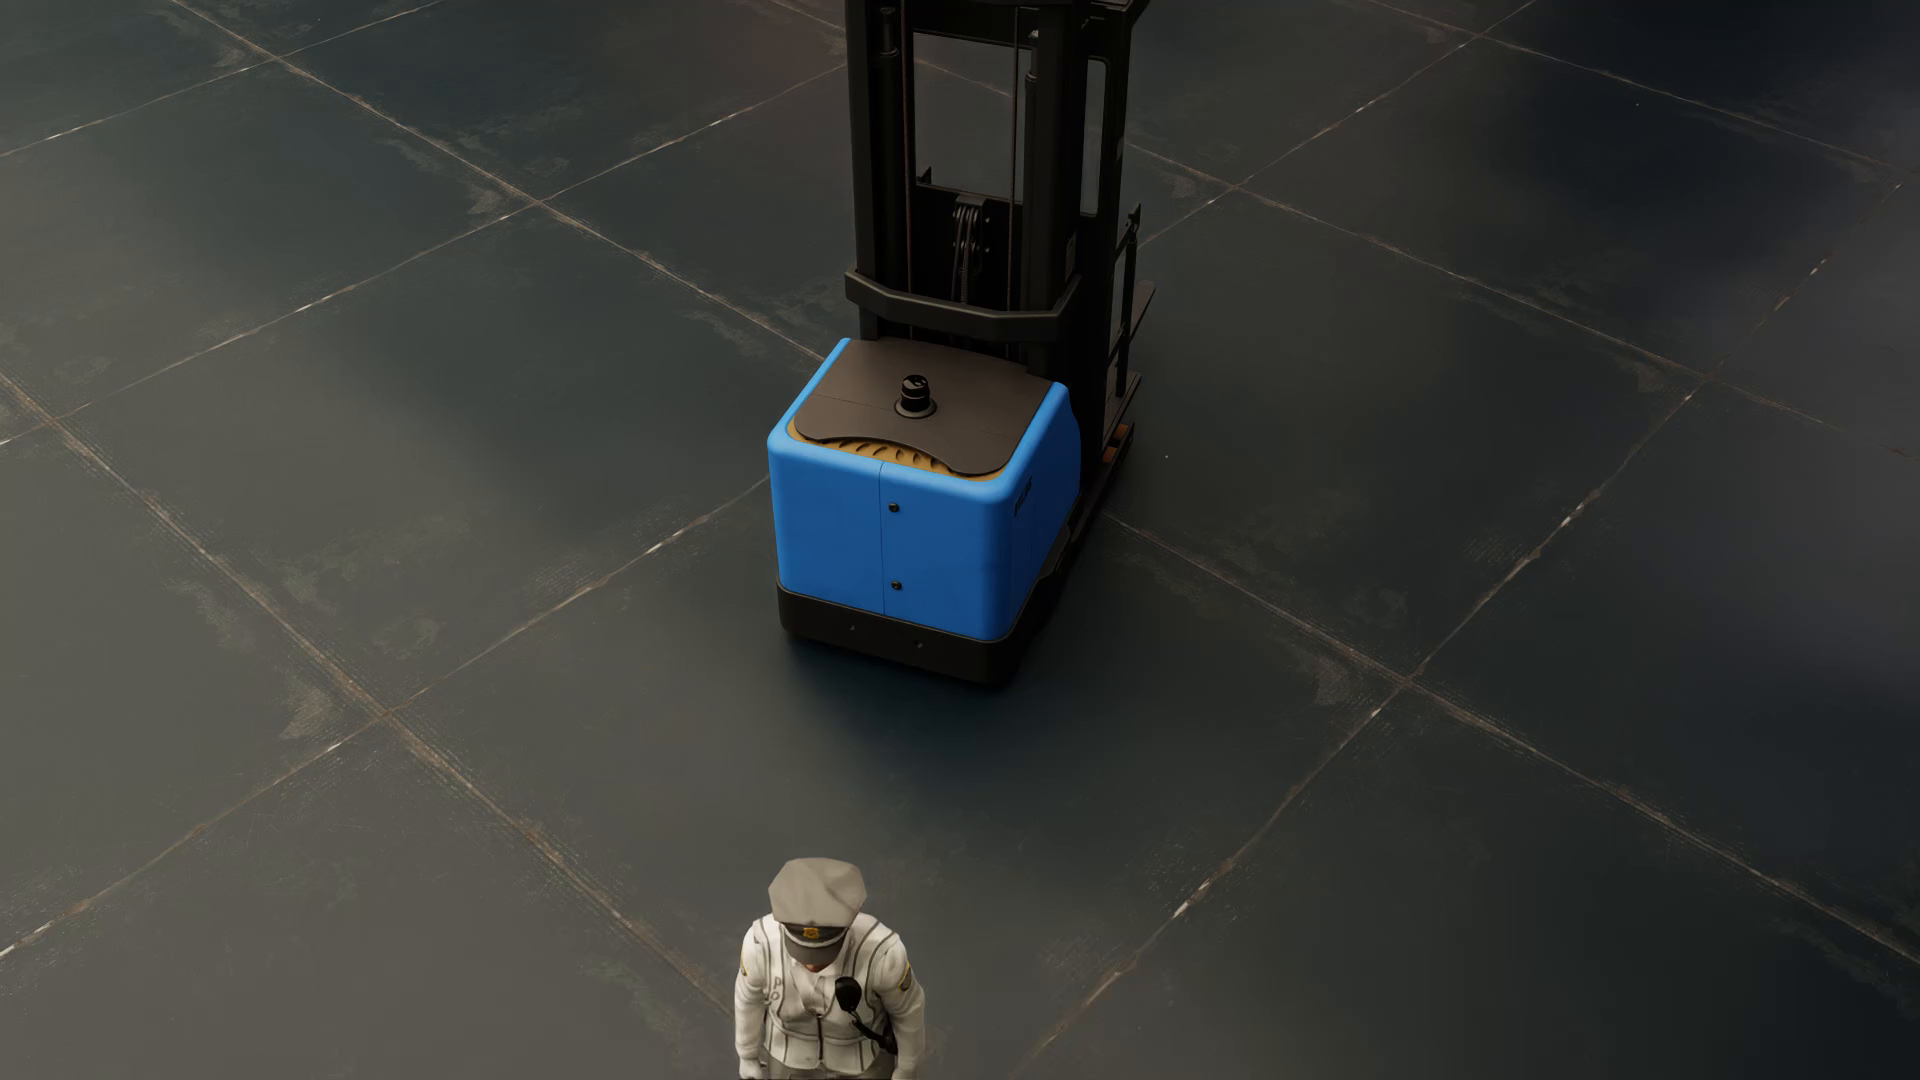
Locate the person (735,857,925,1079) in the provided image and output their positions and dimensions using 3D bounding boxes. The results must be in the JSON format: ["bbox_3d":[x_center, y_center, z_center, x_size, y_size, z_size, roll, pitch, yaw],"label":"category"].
[{"bbox_3d":[-0.368,1.467,4.700,0.534,1.667,0.380,5,41,5],"label":"person"}]

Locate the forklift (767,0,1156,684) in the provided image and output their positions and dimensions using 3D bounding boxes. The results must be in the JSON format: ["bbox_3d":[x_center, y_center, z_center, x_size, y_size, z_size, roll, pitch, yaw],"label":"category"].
[{"bbox_3d":[0.211,-1.484,7.158,1.130,2.935,3.031,14,42,15],"label":"forklift"}]
